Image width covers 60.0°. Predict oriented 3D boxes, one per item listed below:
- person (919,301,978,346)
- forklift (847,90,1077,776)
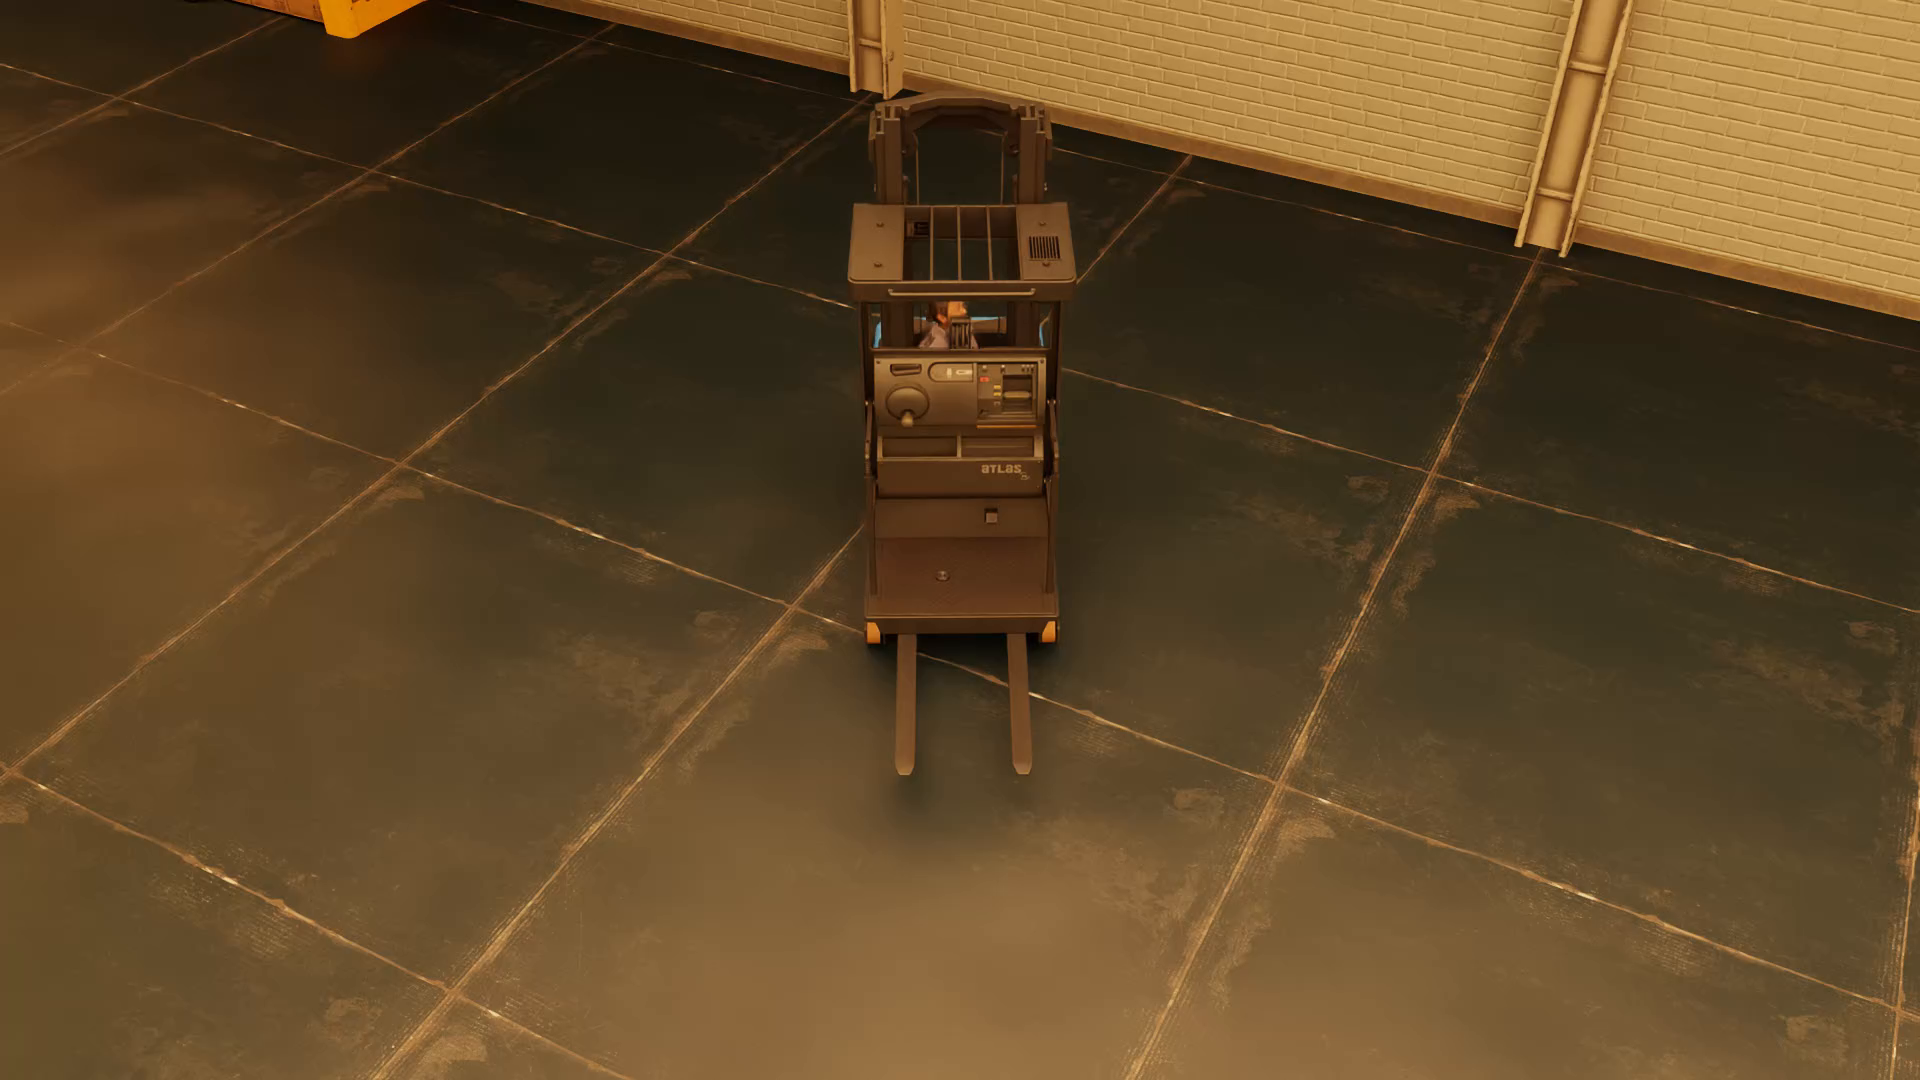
[{"bbox_3d":[0.043,-0.671,9.638,0.558,1.629,0.592,18,43,21],"label":"person"},{"bbox_3d":[0.006,-0.728,8.851,1.130,2.935,3.031,0,40,0],"label":"forklift"}]
